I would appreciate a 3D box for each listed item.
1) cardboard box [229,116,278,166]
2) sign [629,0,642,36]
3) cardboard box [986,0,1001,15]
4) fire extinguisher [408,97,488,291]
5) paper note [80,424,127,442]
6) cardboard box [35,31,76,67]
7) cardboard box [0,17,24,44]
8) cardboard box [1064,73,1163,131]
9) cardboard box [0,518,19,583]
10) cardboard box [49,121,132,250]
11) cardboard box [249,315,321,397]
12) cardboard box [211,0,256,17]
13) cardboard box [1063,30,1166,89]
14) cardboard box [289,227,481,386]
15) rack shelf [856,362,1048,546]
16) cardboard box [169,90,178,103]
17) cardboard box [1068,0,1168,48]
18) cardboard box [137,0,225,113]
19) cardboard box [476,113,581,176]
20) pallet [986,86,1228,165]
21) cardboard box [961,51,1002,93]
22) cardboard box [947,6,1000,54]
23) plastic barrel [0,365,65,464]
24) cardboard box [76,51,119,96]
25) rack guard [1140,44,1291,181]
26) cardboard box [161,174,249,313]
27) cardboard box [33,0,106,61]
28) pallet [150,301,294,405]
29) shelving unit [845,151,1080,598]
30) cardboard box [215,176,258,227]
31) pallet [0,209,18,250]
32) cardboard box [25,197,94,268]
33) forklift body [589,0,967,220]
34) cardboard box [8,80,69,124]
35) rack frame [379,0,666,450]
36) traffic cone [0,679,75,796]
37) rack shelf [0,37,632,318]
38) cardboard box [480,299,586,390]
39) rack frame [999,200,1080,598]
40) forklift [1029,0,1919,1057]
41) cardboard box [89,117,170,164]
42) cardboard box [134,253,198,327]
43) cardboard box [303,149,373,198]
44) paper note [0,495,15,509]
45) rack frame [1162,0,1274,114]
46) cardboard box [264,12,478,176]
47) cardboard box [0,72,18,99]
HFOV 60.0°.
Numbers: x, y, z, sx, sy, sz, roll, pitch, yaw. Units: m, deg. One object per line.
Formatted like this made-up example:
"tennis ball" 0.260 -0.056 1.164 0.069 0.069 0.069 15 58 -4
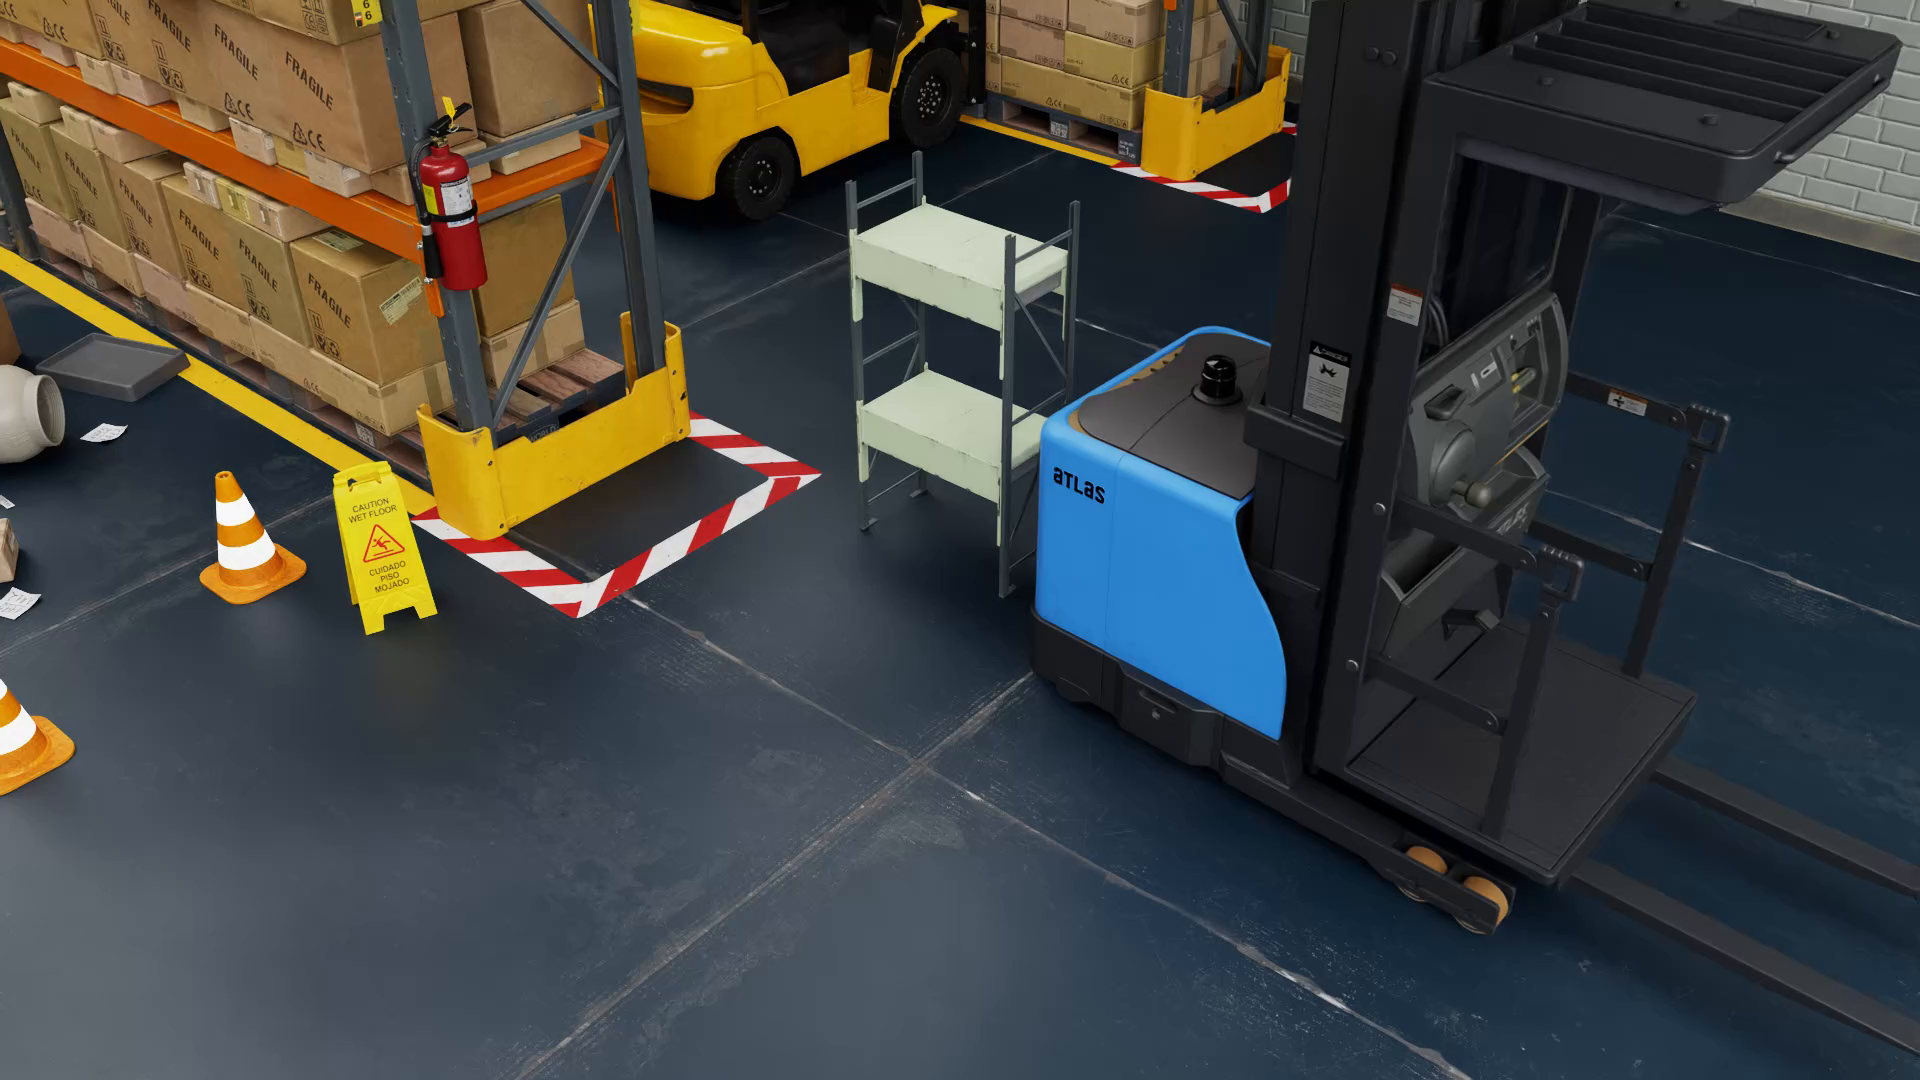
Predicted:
"cardboard box" -2.717 -1.672 6.757 0.250 0.149 0.380 26 42 33
"sign" -1.280 -2.100 6.394 0.005 0.325 0.100 25 42 32
"cardboard box" 0.202 -3.512 10.389 0.500 0.250 0.500 26 42 32
"fire extinguisher" -1.834 -1.234 5.965 0.183 0.674 0.296 25 42 32
"paper note" -3.821 -0.482 7.425 0.148 0.019 0.142 12 36 16
"cardboard box" -4.045 -2.342 7.733 0.250 0.149 0.380 27 43 33
"cardboard box" -4.437 -2.530 8.006 0.250 0.149 0.380 27 43 33
"cardboard box" 0.983 -2.741 10.149 0.500 0.250 0.500 26 42 32
"cardboard box" -3.926 0.072 6.514 0.380 0.149 0.250 -12 36 -17
"cardboard box" -4.001 -1.785 8.095 0.500 0.500 0.500 27 43 34
"cardboard box" -2.813 -0.914 7.489 0.500 0.250 0.500 25 42 32
"cardboard box" -2.543 -2.360 6.302 0.500 0.500 0.700 26 42 32
"cardboard box" 0.972 -2.954 10.018 0.500 0.250 0.500 25 41 31
"cardboard box" -2.409 -1.033 7.000 0.500 0.500 0.500 26 42 32
"rack shelf" 0.005 -0.347 6.506 0.720 0.370 0.431 25 42 32
"cardboard box" -3.213 -2.008 7.247 0.250 0.149 0.380 25 42 32
"cardboard box" 0.993 -3.151 9.864 0.500 0.250 0.500 27 43 33
"cardboard box" -2.984 -2.114 6.828 0.500 0.500 0.500 25 42 32
"cardboard box" -1.756 -1.617 6.677 0.250 0.149 0.380 25 42 32
"pallet" 0.932 -2.778 10.608 1.213 0.211 1.003 25 42 32
"cardboard box" 0.228 -3.110 10.687 0.500 0.250 0.500 26 42 32
"cardboard box" 0.183 -3.318 10.549 0.500 0.250 0.500 24 41 31
"plastic barrel" -4.183 -0.535 7.155 0.512 0.421 0.421 -6 35 -8
"cardboard box" -3.687 -2.132 7.426 0.250 0.149 0.380 25 42 32
"rack guard" 1.565 -2.629 10.137 0.348 0.500 1.175 25 42 32
"cardboard box" -3.196 -1.406 7.544 0.500 0.500 0.500 24 41 31
"cardboard box" -3.763 -2.480 7.361 0.500 0.500 0.500 25 42 31
"pallet" -3.220 -1.137 8.219 1.213 0.211 1.003 25 42 32
"shelving unit" 0.005 -0.616 6.322 0.755 1.500 0.431 25 42 32
"cardboard box" -2.926 -1.496 7.102 0.250 0.149 0.380 26 42 33
"pallet" -5.300 -2.088 9.604 1.213 0.211 1.003 25 42 32
"cardboard box" -4.420 -1.665 8.582 0.500 0.250 0.500 23 41 30
"forklift body" -1.078 -3.212 9.526 1.214 2.155 2.313 25 42 32
"cardboard box" -4.363 -2.170 8.082 0.250 0.149 0.380 26 42 32
"rack frame" -1.627 -1.507 6.295 0.127 3.000 1.000 25 42 32
"traffic cone" -3.232 0.550 5.540 0.334 0.463 0.336 25 42 32
"rack shelf" -3.164 -1.935 7.554 4.000 0.370 1.077 25 42 32
"cardboard box" -2.070 -0.960 7.555 0.500 0.250 0.500 25 42 31
"rack frame" 0.286 -0.483 6.129 0.023 1.500 0.400 25 42 32
"forklift" 1.685 -0.361 4.686 3.031 2.935 1.130 27 43 33
"cardboard box" -3.758 -1.888 7.672 0.250 0.149 0.380 28 43 34
"cardboard box" -3.593 -1.285 8.030 0.500 0.250 0.500 25 41 31
"cardboard box" -2.317 -1.490 6.491 0.250 0.149 0.380 25 42 31
"paper note" -4.008 -0.160 6.974 0.123 0.001 0.032 25 42 32
"rack frame" 1.546 -3.668 9.442 0.127 3.000 1.000 25 42 32
"cardboard box" -2.220 -1.748 6.294 0.500 0.500 0.500 24 41 31
"cardboard box" -5.660 -2.494 9.682 0.625 0.372 0.950 28 43 34
